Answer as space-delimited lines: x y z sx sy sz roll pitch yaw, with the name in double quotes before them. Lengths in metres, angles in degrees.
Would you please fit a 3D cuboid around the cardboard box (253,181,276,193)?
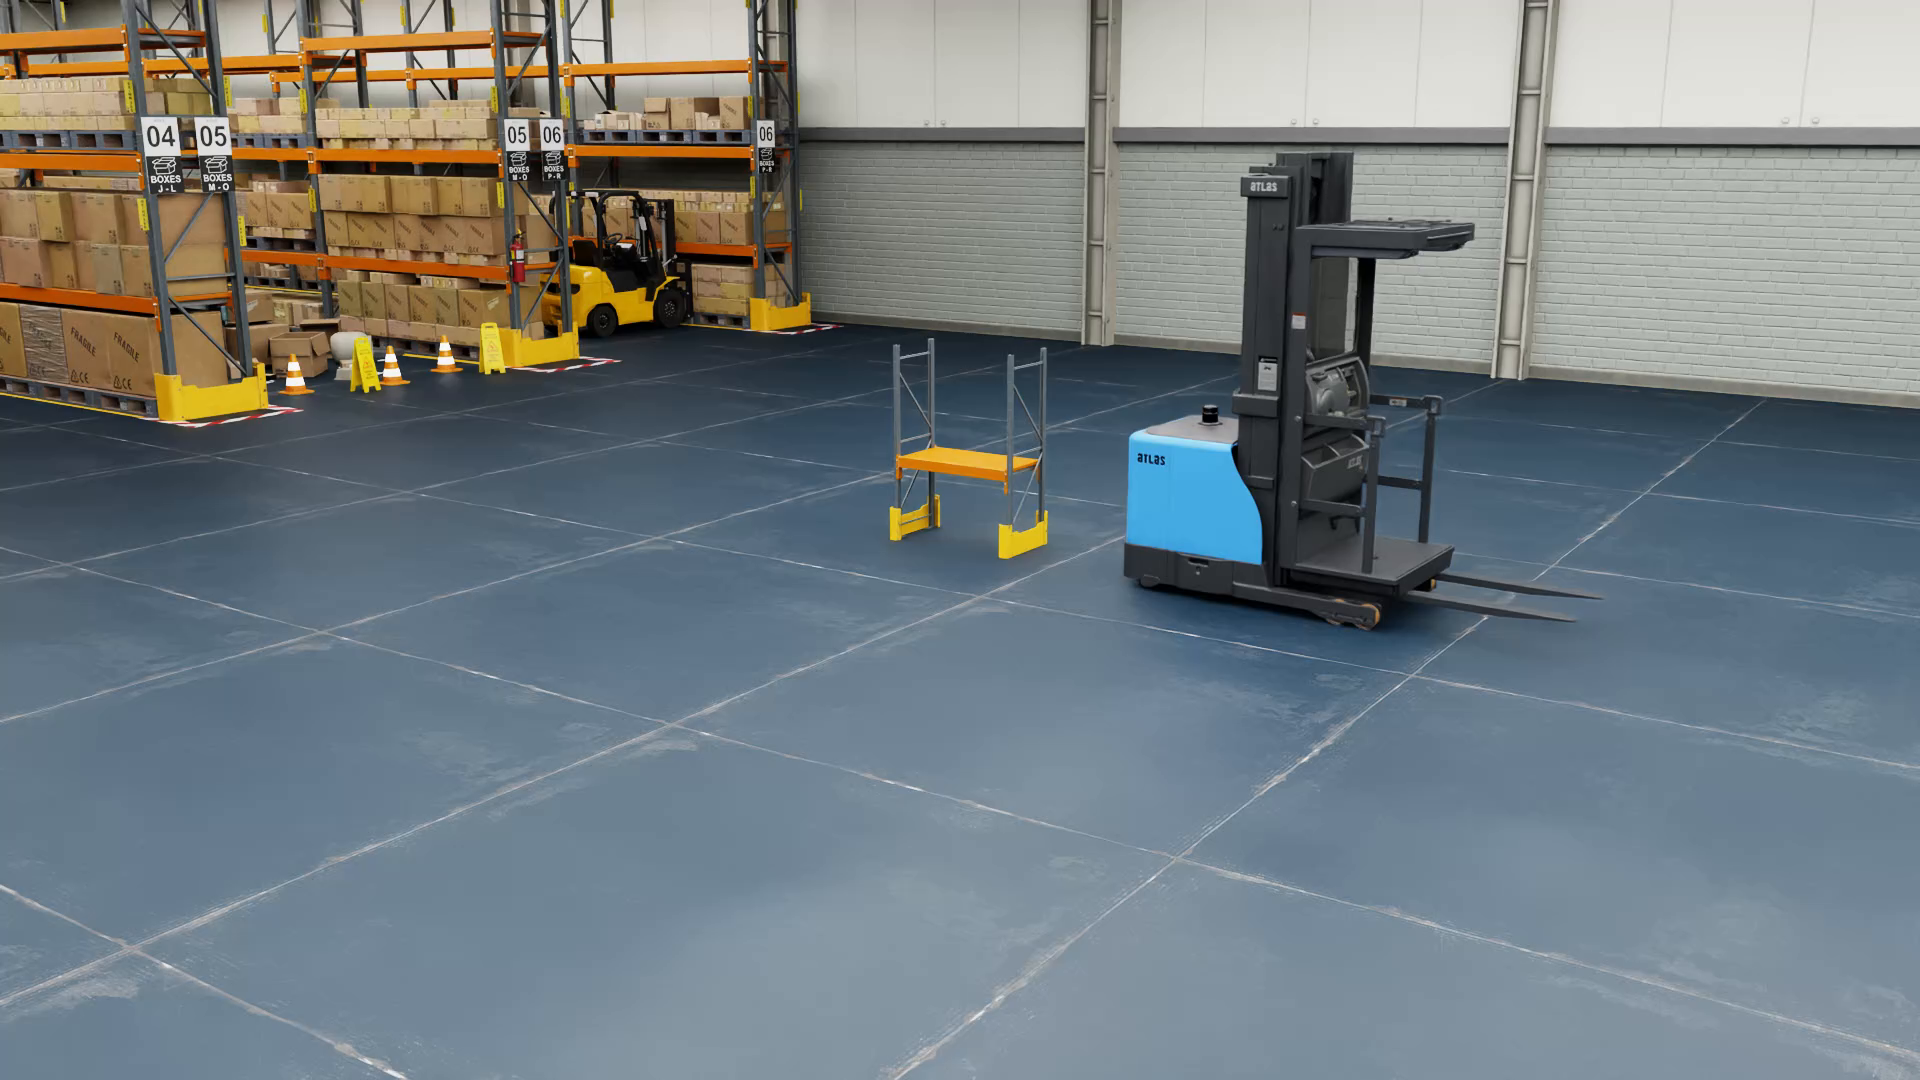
"cardboard box" -10.292 -5.261 24.782 0.250 0.149 0.380 8 16 30

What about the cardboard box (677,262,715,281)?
"cardboard box" -4.285 -4.351 26.925 0.500 0.250 0.500 9 17 34

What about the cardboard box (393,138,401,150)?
"cardboard box" -7.561 -5.446 22.863 0.250 0.149 0.380 9 17 33

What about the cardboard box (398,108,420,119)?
"cardboard box" -7.381 -5.781 22.553 0.250 0.149 0.380 10 17 34

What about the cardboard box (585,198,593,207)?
"cardboard box" -6.079 -5.669 27.923 0.250 0.149 0.380 9 16 32

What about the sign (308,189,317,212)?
"sign" -9.270 -4.861 23.809 0.005 0.325 0.100 9 17 33

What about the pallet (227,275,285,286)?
"pallet" -14.420 -5.375 34.099 1.213 0.211 1.003 9 17 33

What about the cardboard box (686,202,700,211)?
"cardboard box" -4.178 -5.355 26.657 0.250 0.149 0.380 9 16 31

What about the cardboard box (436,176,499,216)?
"cardboard box" -6.606 -4.647 22.443 0.500 0.500 0.700 9 17 33

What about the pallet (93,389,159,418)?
"pallet" -9.030 -1.611 18.893 1.213 0.211 1.003 9 17 33

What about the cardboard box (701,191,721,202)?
"cardboard box" -3.911 -5.483 26.552 0.250 0.149 0.380 9 17 33

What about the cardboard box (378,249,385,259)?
"cardboard box" -7.981 -4.059 23.503 0.250 0.149 0.380 9 17 33

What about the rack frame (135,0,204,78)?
"rack frame" -12.283 -7.859 25.843 0.127 3.000 1.000 9 17 33

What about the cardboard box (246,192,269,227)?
"cardboard box" -10.312 -4.960 24.916 0.500 0.500 0.500 10 17 35

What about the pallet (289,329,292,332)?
"pallet" -10.627 -3.324 25.813 1.213 0.211 1.003 9 17 33

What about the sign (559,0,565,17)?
"sign" -6.489 -8.695 27.111 0.005 0.325 0.100 9 17 33

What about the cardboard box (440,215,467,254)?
"cardboard box" -6.662 -4.153 22.529 0.500 0.500 0.500 9 17 33

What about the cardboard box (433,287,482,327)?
"cardboard box" -6.890 -3.232 22.924 0.500 0.500 0.500 10 17 35

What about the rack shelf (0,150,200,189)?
"rack shelf" -9.983 -4.248 18.998 4.000 0.370 1.077 9 17 33

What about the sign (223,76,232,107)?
"sign" -8.009 -4.902 18.157 0.005 0.325 0.100 9 17 33

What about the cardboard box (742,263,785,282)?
"cardboard box" -3.170 -4.321 26.803 0.500 0.250 0.500 9 16 32

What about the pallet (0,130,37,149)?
"pallet" -10.969 -4.711 19.554 1.213 0.211 1.003 9 17 33

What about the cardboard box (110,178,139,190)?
"cardboard box" -13.288 -5.565 26.773 0.500 0.500 0.500 10 17 34

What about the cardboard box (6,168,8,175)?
"cardboard box" -16.193 -6.367 28.662 0.250 0.149 0.380 10 17 34

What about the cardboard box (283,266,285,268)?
"cardboard box" -13.611 -5.487 33.806 0.250 0.149 0.380 9 16 32

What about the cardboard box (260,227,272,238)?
"cardboard box" -10.201 -4.606 24.836 0.250 0.149 0.380 9 17 33

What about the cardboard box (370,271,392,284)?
"cardboard box" -8.127 -3.728 23.579 0.250 0.149 0.380 10 17 35

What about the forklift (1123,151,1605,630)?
"forklift" 2.632 -0.997 10.752 3.031 2.935 1.130 10 17 34

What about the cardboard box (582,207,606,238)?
"cardboard box" -5.974 -5.337 27.934 0.500 0.500 0.500 9 16 31

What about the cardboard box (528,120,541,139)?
"cardboard box" -5.913 -5.522 22.339 0.500 0.250 0.500 9 16 32

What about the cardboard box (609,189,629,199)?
"cardboard box" -5.614 -5.757 27.660 0.250 0.149 0.380 9 16 32

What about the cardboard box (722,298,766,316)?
"cardboard box" -3.444 -3.733 26.510 0.500 0.250 0.500 9 17 33

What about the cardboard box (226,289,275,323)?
"cardboard box" -9.932 -3.206 23.156 0.500 0.500 0.500 9 17 33

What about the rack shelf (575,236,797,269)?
"rack shelf" -4.537 -4.783 27.400 4.000 0.370 1.077 9 17 33

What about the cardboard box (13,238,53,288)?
"cardboard box" -10.478 -3.270 19.480 0.550 0.550 0.875 9 17 33

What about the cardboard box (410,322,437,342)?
"cardboard box" -7.328 -2.938 23.297 0.500 0.250 0.500 8 16 31

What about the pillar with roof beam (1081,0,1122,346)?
"pillar with roof beam" -0.376 -6.386 19.894 0.400 9.000 9.100 9 17 33

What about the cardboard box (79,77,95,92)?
"cardboard box" -9.211 -4.893 17.884 0.250 0.149 0.380 10 17 34

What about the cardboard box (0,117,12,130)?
"cardboard box" -10.685 -4.744 18.942 0.250 0.149 0.380 9 16 32

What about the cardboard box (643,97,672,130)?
"cardboard box" -4.639 -6.877 26.821 0.637 0.503 0.797 10 17 35

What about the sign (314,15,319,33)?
"sign" -12.530 -10.027 32.329 0.005 0.325 0.100 9 17 33

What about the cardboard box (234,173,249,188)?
"cardboard box" -14.683 -7.130 33.515 0.500 0.500 0.500 10 17 34

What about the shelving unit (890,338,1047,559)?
"shelving unit" 0.063 -0.718 12.602 1.083 1.500 0.587 9 17 33

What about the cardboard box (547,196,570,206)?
"cardboard box" -6.828 -5.796 28.439 0.250 0.149 0.380 9 16 32

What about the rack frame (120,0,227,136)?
"rack frame" -8.323 -5.785 17.467 0.127 3.000 1.000 9 17 33

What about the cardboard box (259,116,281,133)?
"cardboard box" -9.946 -6.116 24.482 0.500 0.250 0.500 9 17 33

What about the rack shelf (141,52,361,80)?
"rack shelf" -10.623 -7.047 24.894 4.000 0.370 1.077 9 17 33

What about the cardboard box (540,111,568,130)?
"cardboard box" -6.933 -7.114 28.181 0.500 0.311 0.500 9 16 31

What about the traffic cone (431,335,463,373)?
"traffic cone" -6.721 -2.443 21.729 0.334 0.463 0.336 9 17 33

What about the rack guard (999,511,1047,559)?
"rack guard" 0.476 -0.044 12.482 0.087 0.250 0.587 9 17 33

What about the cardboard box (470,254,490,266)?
"cardboard box" -6.346 -3.771 22.338 0.250 0.149 0.380 9 16 32

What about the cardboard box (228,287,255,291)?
"cardboard box" -11.819 -3.797 26.515 0.625 0.372 0.950 8 16 29

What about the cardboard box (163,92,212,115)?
"cardboard box" -8.580 -4.769 18.216 0.500 0.250 0.500 9 17 33

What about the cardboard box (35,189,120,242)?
"cardboard box" -10.019 -3.731 19.091 0.500 0.550 0.875 9 17 33

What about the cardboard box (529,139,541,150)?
"cardboard box" -5.738 -5.317 22.341 0.250 0.149 0.380 9 17 33

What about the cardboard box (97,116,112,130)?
"cardboard box" -8.997 -4.471 17.840 0.250 0.149 0.380 9 17 33

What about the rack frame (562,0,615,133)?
"rack frame" -6.196 -8.313 27.676 0.127 3.000 1.000 9 17 33
